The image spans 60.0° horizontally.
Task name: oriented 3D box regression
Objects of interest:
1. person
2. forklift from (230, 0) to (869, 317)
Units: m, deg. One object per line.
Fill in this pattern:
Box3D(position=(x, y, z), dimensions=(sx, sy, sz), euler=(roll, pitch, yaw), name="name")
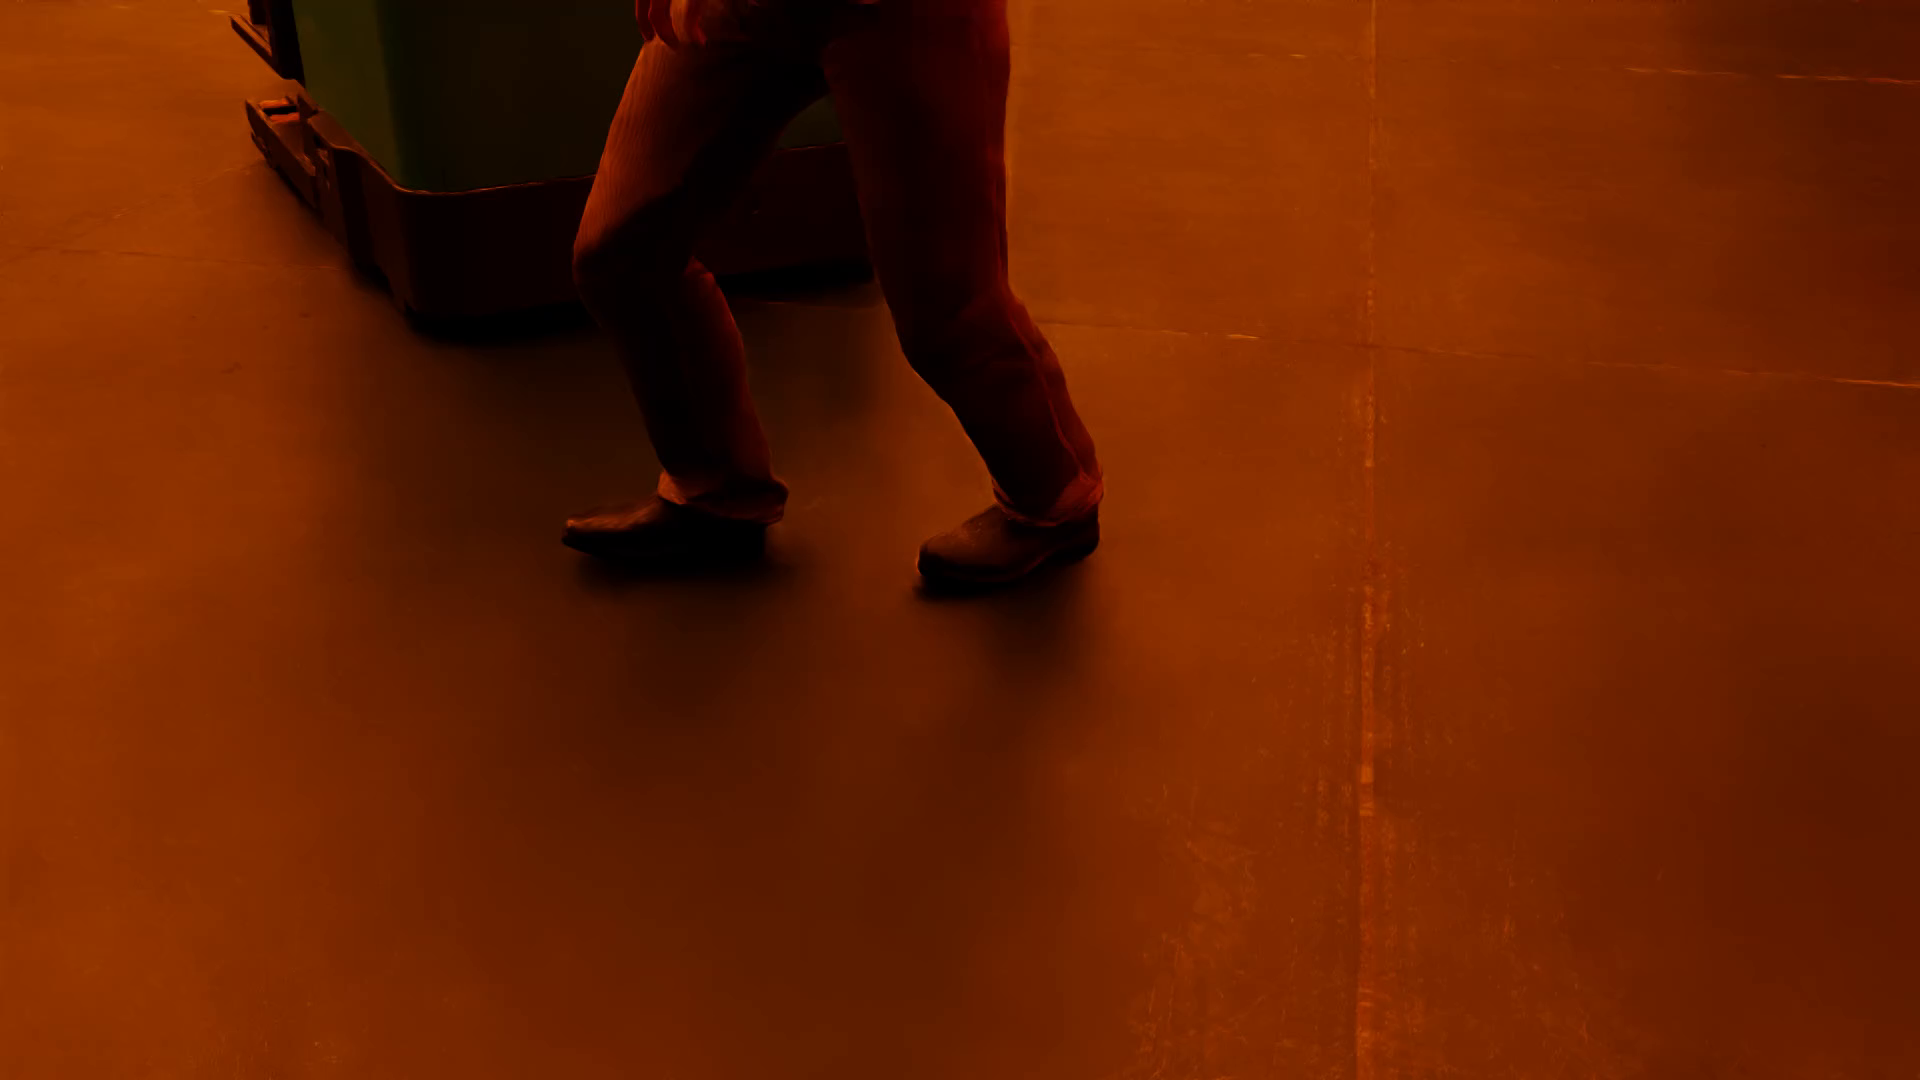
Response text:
Box3D(position=(-0.192, -0.693, 2.052), dimensions=(0.662, 1.659, 0.723), euler=(23, 35, 38), name="person")
Box3D(position=(-1.298, -2.363, 3.930), dimensions=(1.130, 2.935, 3.031), euler=(-14, 30, -26), name="forklift")
